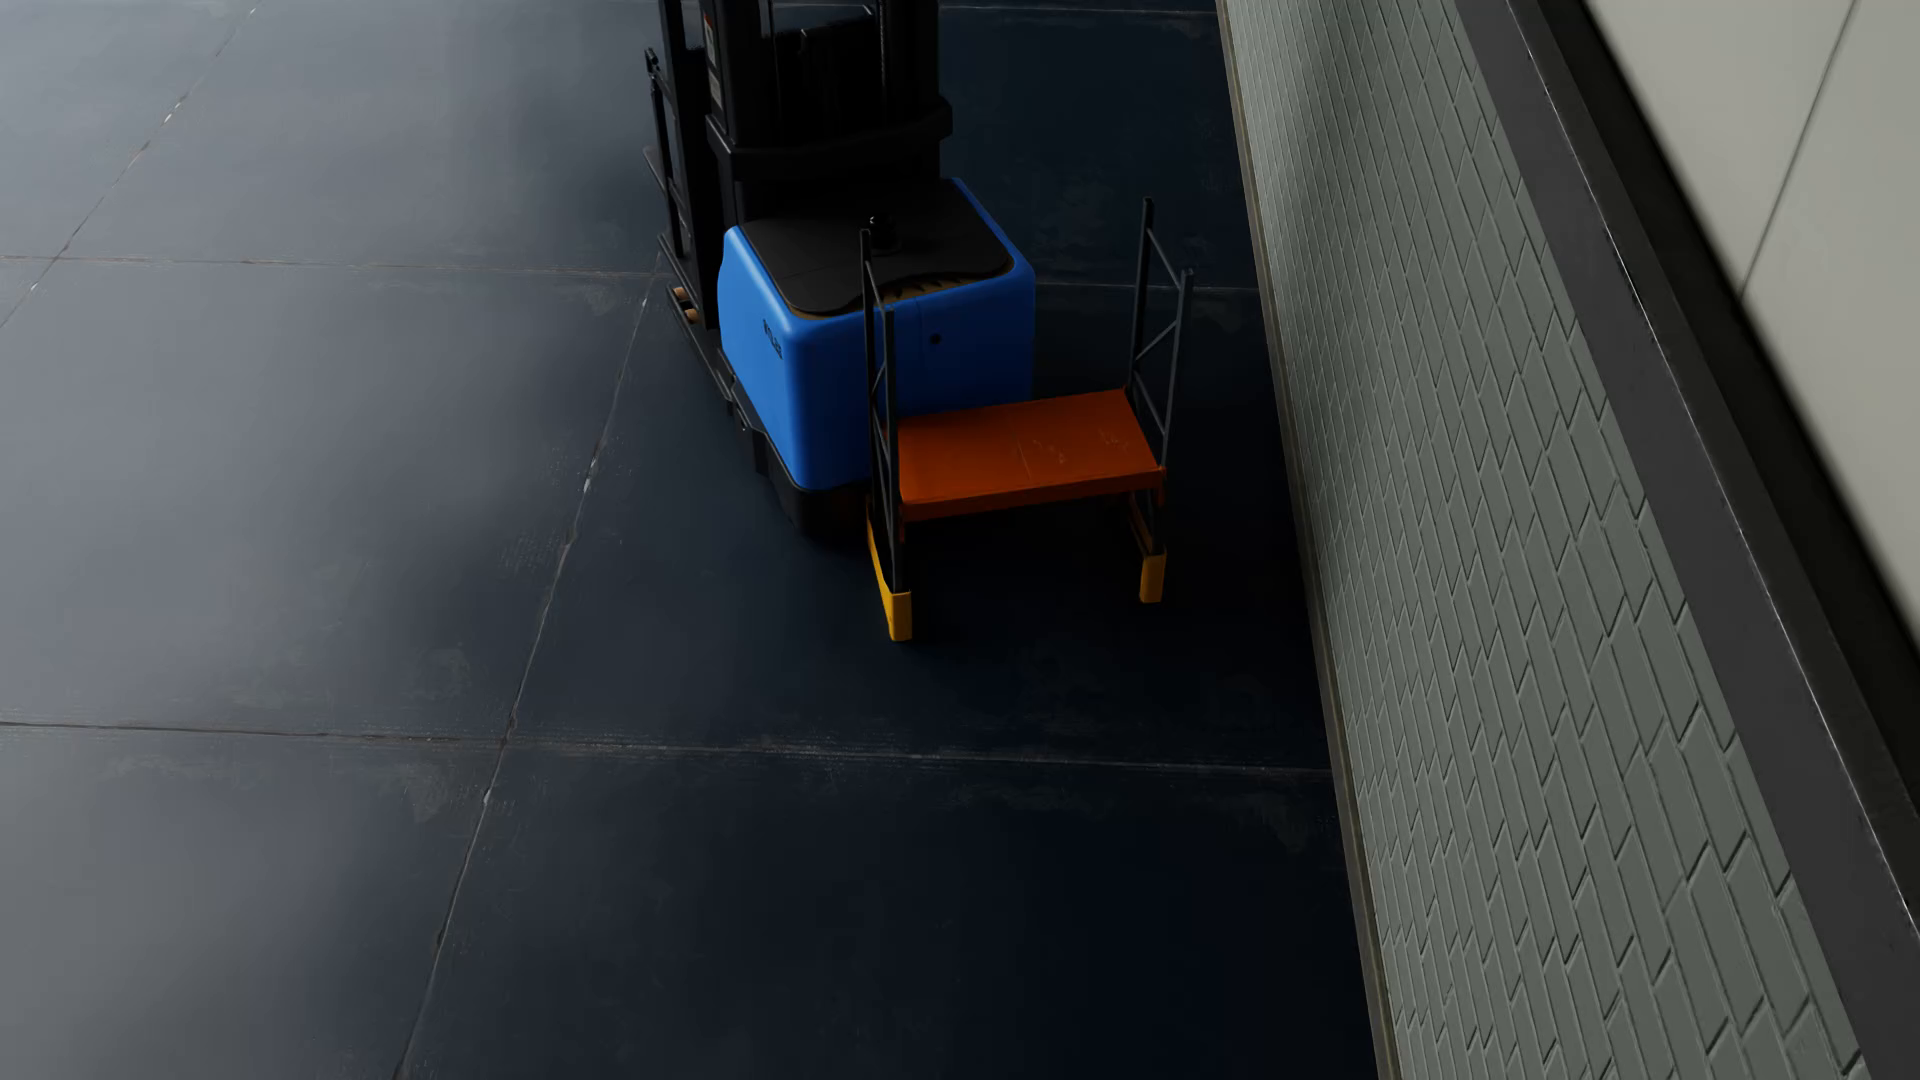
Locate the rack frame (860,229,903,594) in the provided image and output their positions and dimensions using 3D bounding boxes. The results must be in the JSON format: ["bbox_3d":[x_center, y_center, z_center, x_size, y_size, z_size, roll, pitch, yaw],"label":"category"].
[{"bbox_3d":[-0.280,-0.357,6.069,0.032,1.500,0.500,-8,44,-9],"label":"rack frame"}]

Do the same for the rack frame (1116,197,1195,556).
[{"bbox_3d":[0.715,-0.500,6.222,0.032,1.500,0.500,-8,44,-9],"label":"rack frame"}]

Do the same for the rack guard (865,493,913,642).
[{"bbox_3d":[-0.278,0.100,6.495,0.087,0.250,0.587,-8,44,-9],"label":"rack guard"}]

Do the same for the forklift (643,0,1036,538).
[{"bbox_3d":[-0.740,-2.095,6.885,1.130,2.935,3.031,-16,45,-17],"label":"forklift"}]

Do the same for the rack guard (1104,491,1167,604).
[{"bbox_3d":[0.696,-0.040,6.645,0.087,0.250,0.587,-8,44,-9],"label":"rack guard"}]

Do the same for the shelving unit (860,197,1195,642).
[{"bbox_3d":[0.209,-0.427,6.144,1.083,1.500,0.587,-8,44,-9],"label":"shelving unit"}]

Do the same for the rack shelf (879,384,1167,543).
[{"bbox_3d":[0.218,-0.297,6.268,1.000,0.185,0.538,-8,44,-9],"label":"rack shelf"}]
